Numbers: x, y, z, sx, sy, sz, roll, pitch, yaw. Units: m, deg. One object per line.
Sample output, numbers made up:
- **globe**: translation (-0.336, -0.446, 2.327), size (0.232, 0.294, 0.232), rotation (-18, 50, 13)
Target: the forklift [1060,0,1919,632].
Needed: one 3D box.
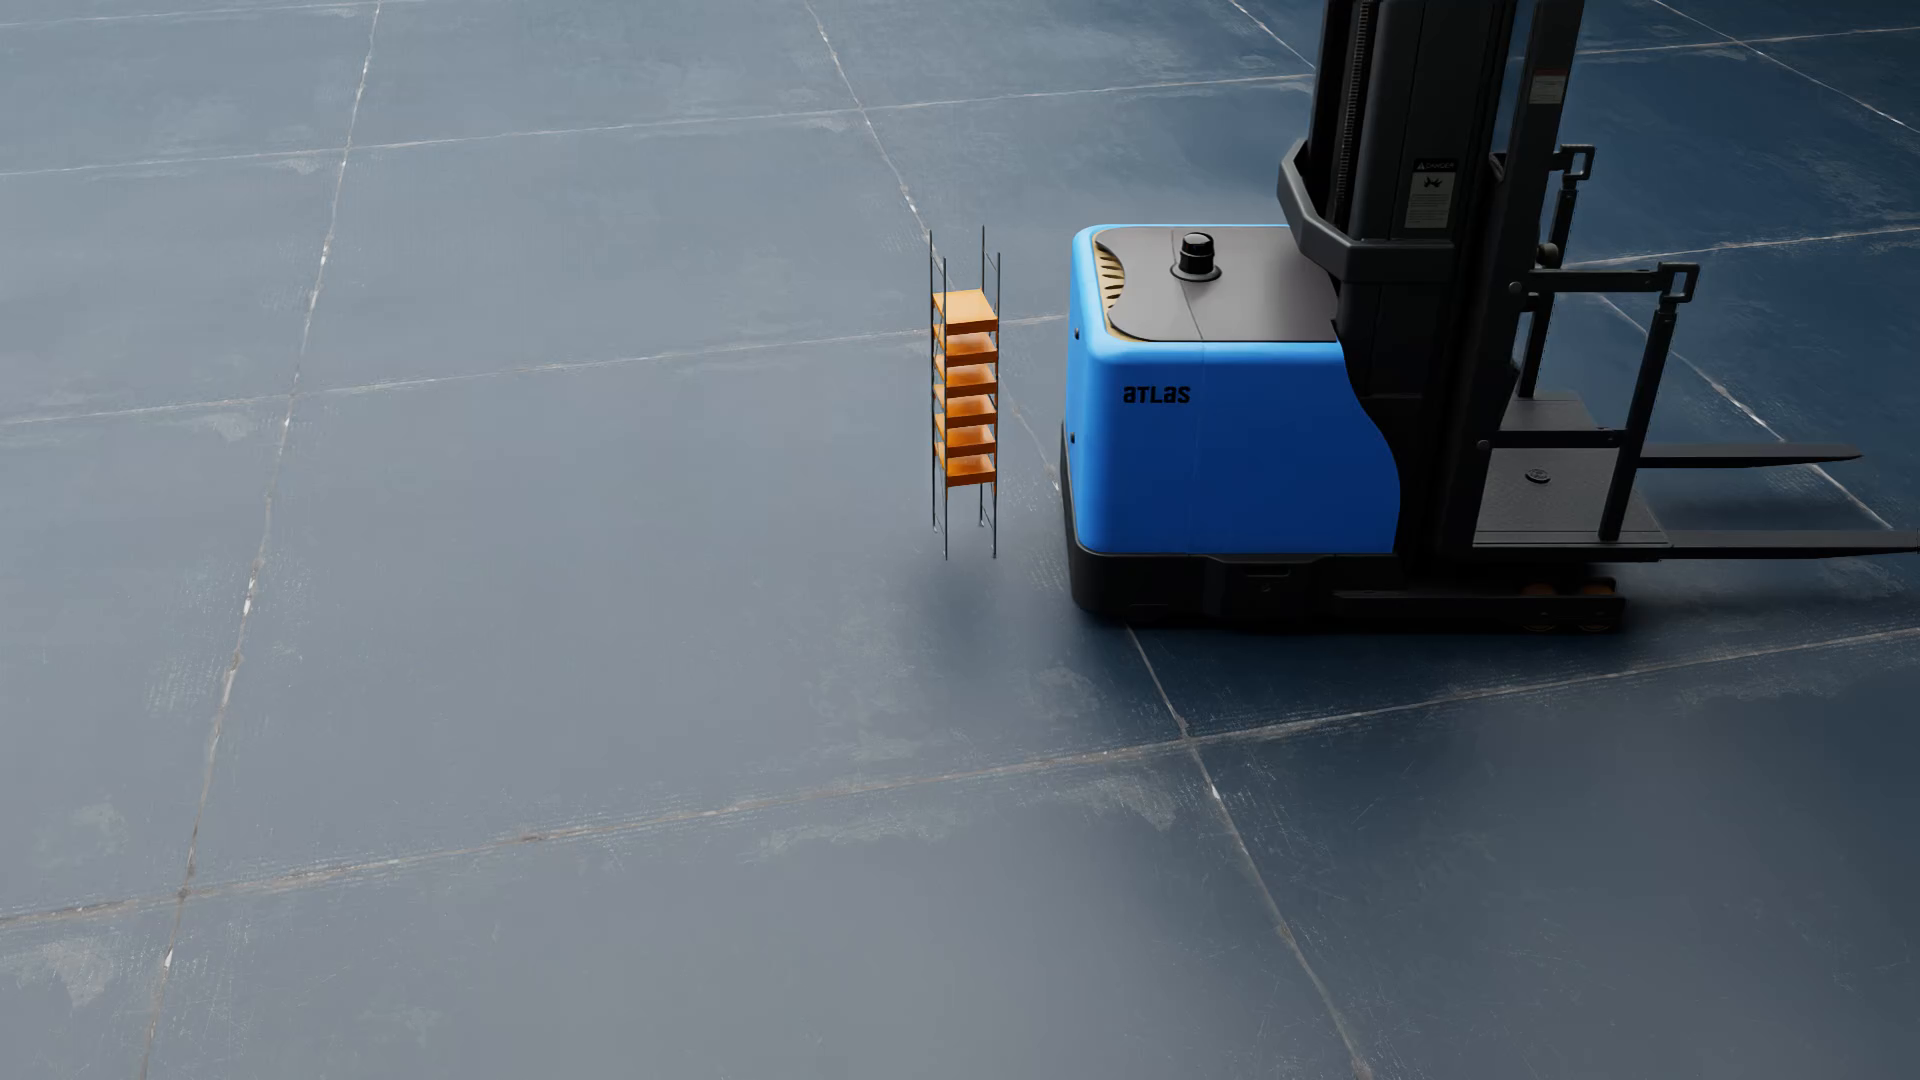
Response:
- **forklift**: translation (1.905, -1.198, 5.368), size (3.031, 2.935, 1.130), rotation (0, 34, 0)

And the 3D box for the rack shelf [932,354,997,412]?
- **rack shelf**: translation (0.014, -0.563, 5.839), size (0.180, 0.103, 0.258), rotation (-7, 35, -11)

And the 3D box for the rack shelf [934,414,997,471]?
- **rack shelf**: translation (0.014, -0.363, 5.973), size (0.180, 0.103, 0.258), rotation (-7, 35, -11)

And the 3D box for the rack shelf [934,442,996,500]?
- **rack shelf**: translation (0.014, -0.264, 6.040), size (0.180, 0.103, 0.258), rotation (-7, 35, -11)

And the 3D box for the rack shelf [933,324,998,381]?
- **rack shelf**: translation (0.014, -0.662, 5.772), size (0.180, 0.103, 0.258), rotation (-7, 35, -11)

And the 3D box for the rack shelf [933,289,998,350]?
- **rack shelf**: translation (0.014, -0.762, 5.705), size (0.180, 0.103, 0.258), rotation (-7, 35, -11)

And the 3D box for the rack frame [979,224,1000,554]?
- **rack frame**: translation (0.103, -0.511, 5.898), size (0.006, 1.200, 0.240), rotation (-7, 35, -11)

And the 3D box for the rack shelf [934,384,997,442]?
- **rack shelf**: translation (0.014, -0.463, 5.906), size (0.180, 0.103, 0.258), rotation (-7, 35, -11)

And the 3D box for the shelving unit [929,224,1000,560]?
- **shelving unit**: translation (0.014, -0.500, 5.881), size (0.189, 1.200, 0.258), rotation (-7, 35, -11)

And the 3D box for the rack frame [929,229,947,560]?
- **rack frame**: translation (-0.075, -0.489, 5.864), size (0.006, 1.200, 0.240), rotation (-7, 35, -11)
